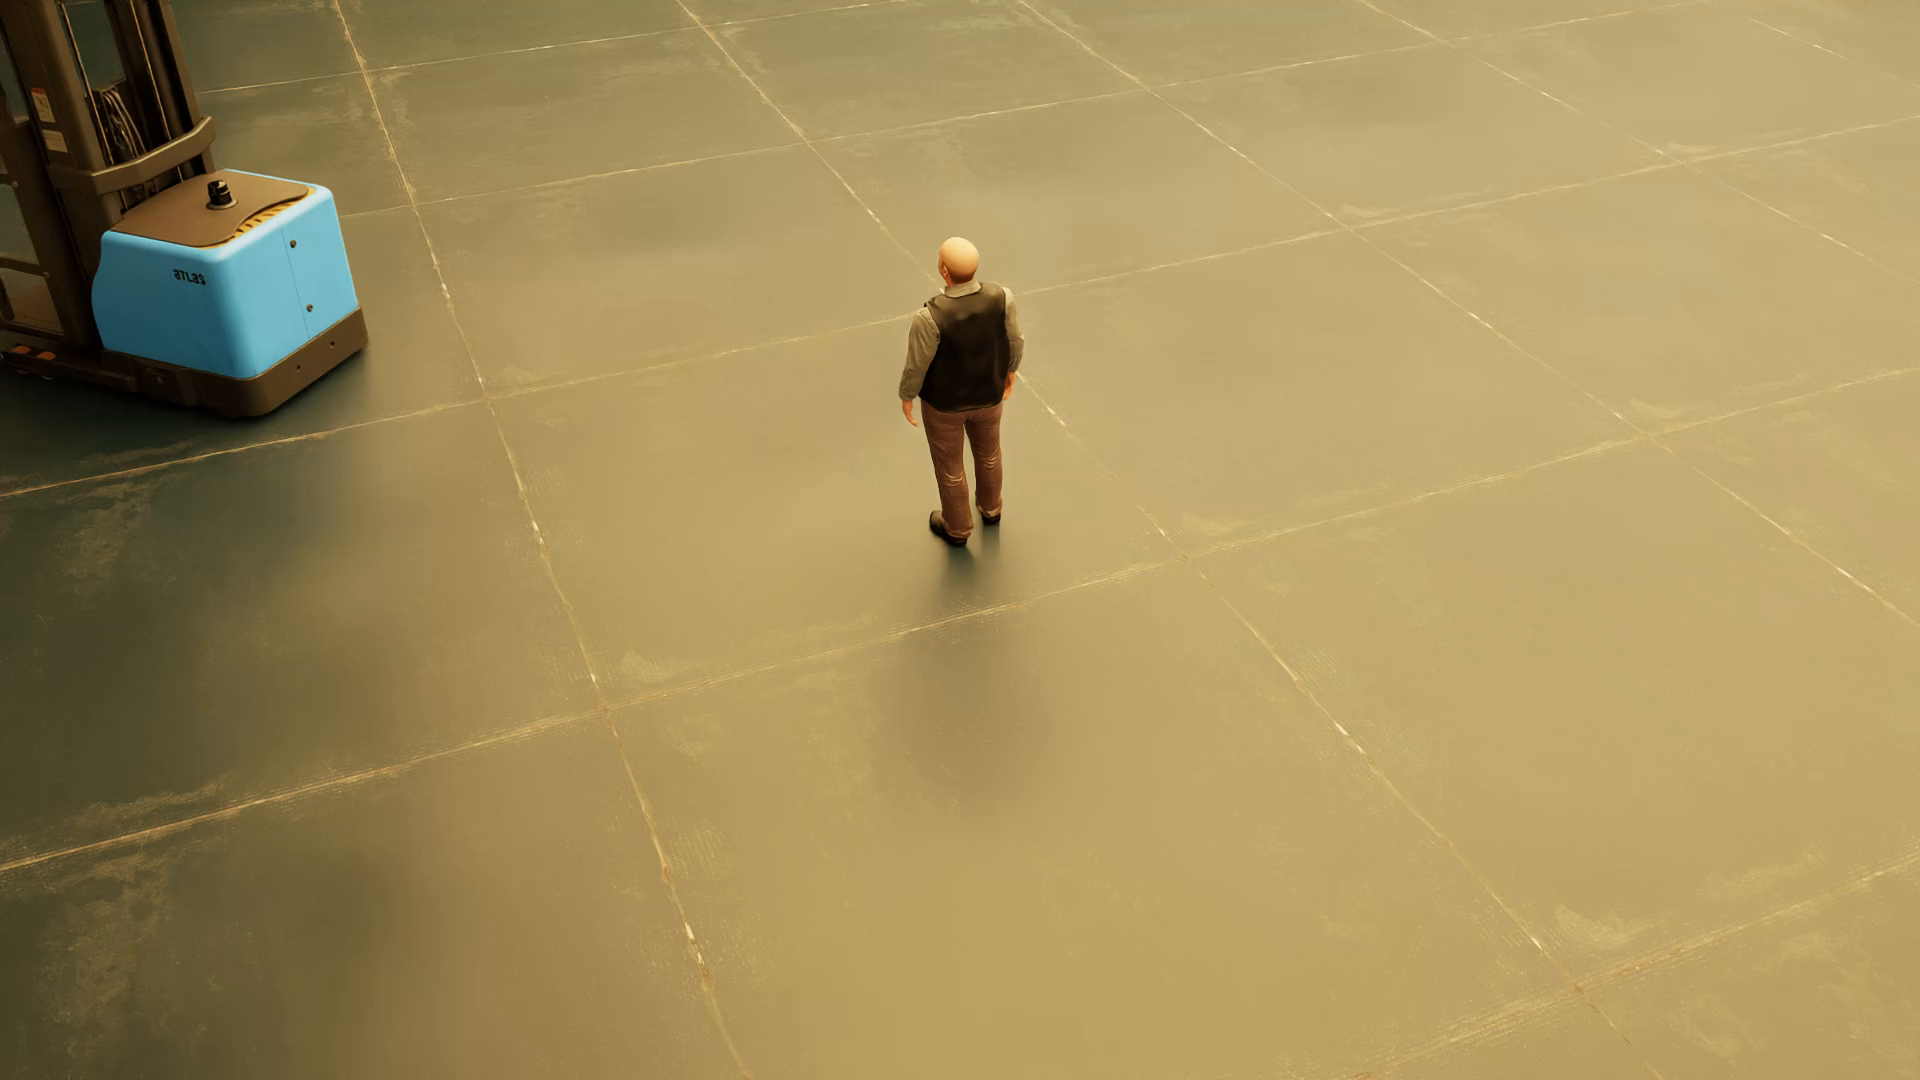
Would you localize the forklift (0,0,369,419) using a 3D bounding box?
[{"bbox_3d":[-5.205,-2.427,9.511,3.031,2.935,1.130,13,37,17],"label":"forklift"}]

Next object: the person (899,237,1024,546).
[{"bbox_3d":[-0.018,-0.742,8.175,0.633,1.722,0.566,-14,38,-19],"label":"person"}]
